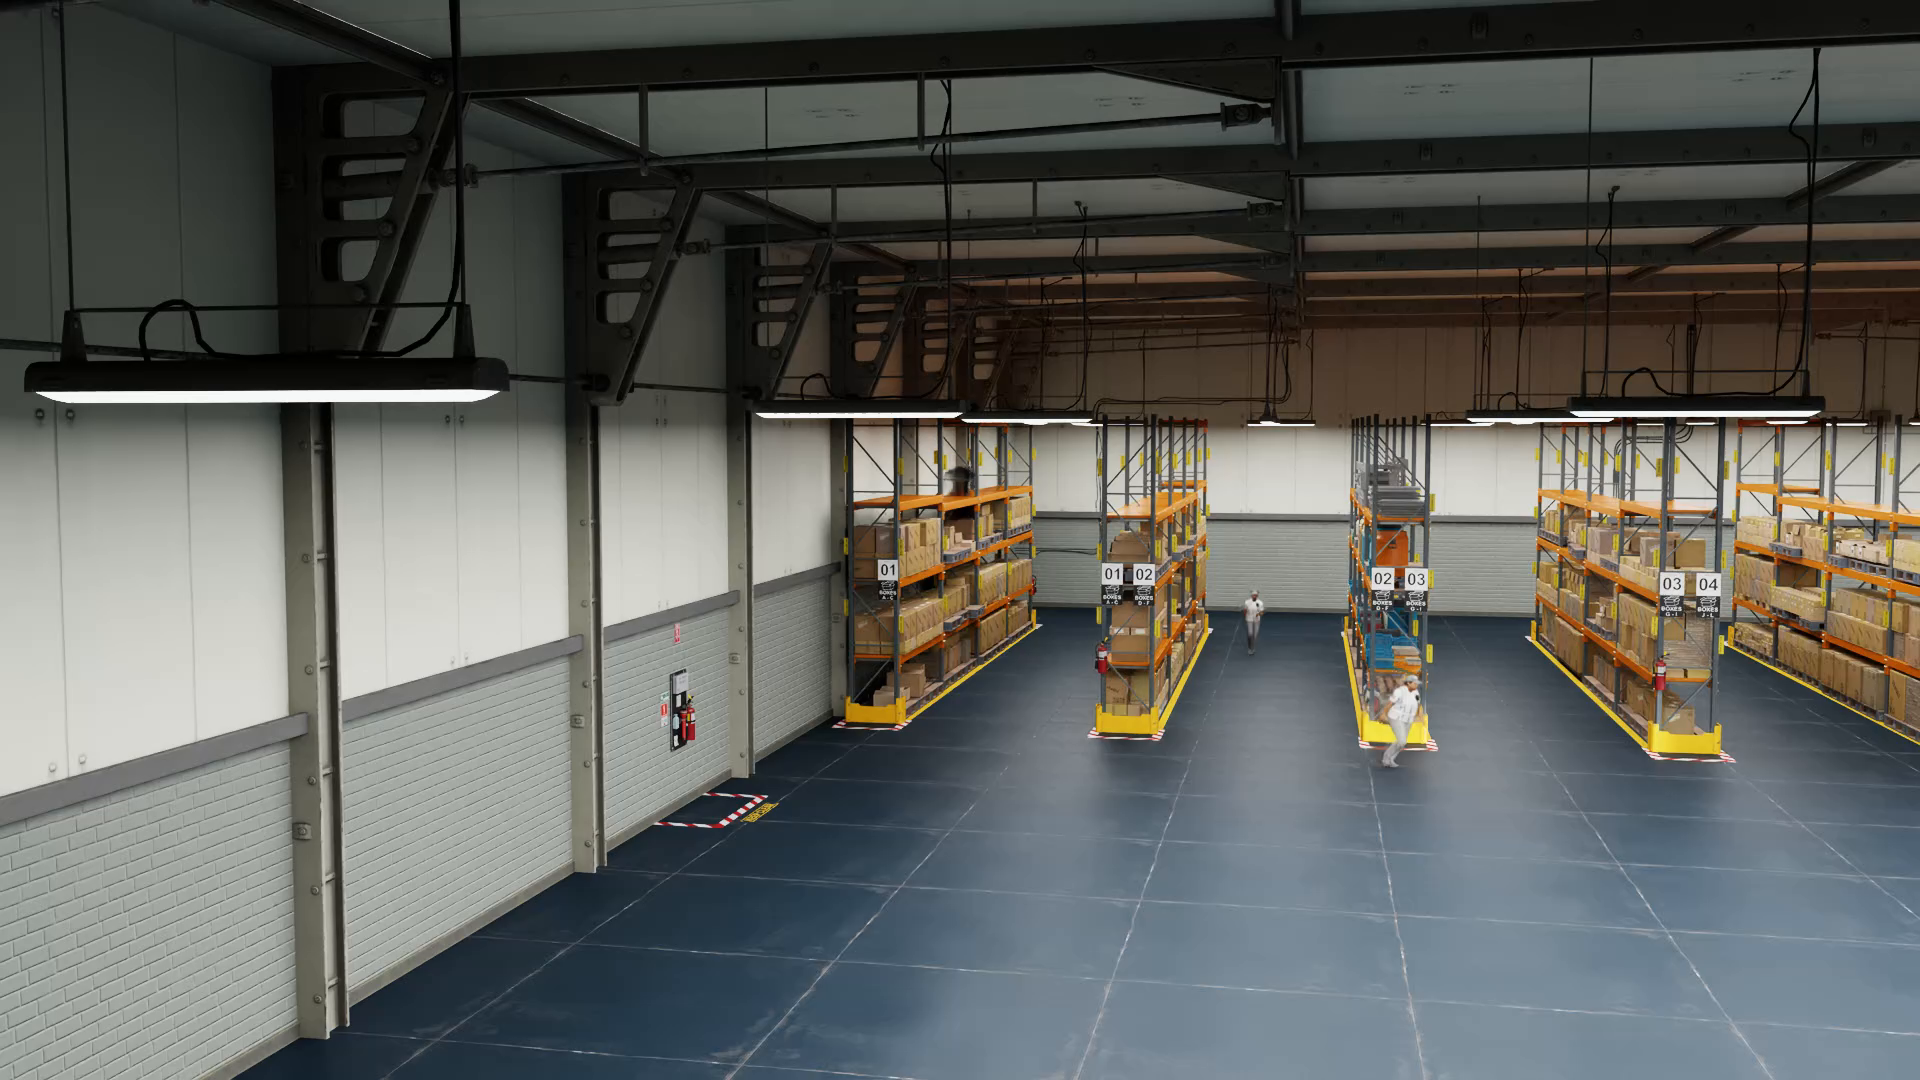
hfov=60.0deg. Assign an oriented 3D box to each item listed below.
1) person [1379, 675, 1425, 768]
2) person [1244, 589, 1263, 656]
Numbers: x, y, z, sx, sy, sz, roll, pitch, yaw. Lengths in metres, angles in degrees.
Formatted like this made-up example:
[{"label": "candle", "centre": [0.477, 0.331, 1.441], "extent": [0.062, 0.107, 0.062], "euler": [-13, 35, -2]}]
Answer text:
[{"label": "person", "centre": [7.461, 3.052, 28.036], "extent": [0.622, 1.608, 0.649], "euler": [-2, 4, -29]}, {"label": "person", "centre": [7.458, 2.089, 42.216], "extent": [0.464, 1.708, 0.804], "euler": [0, 4, 2]}]
